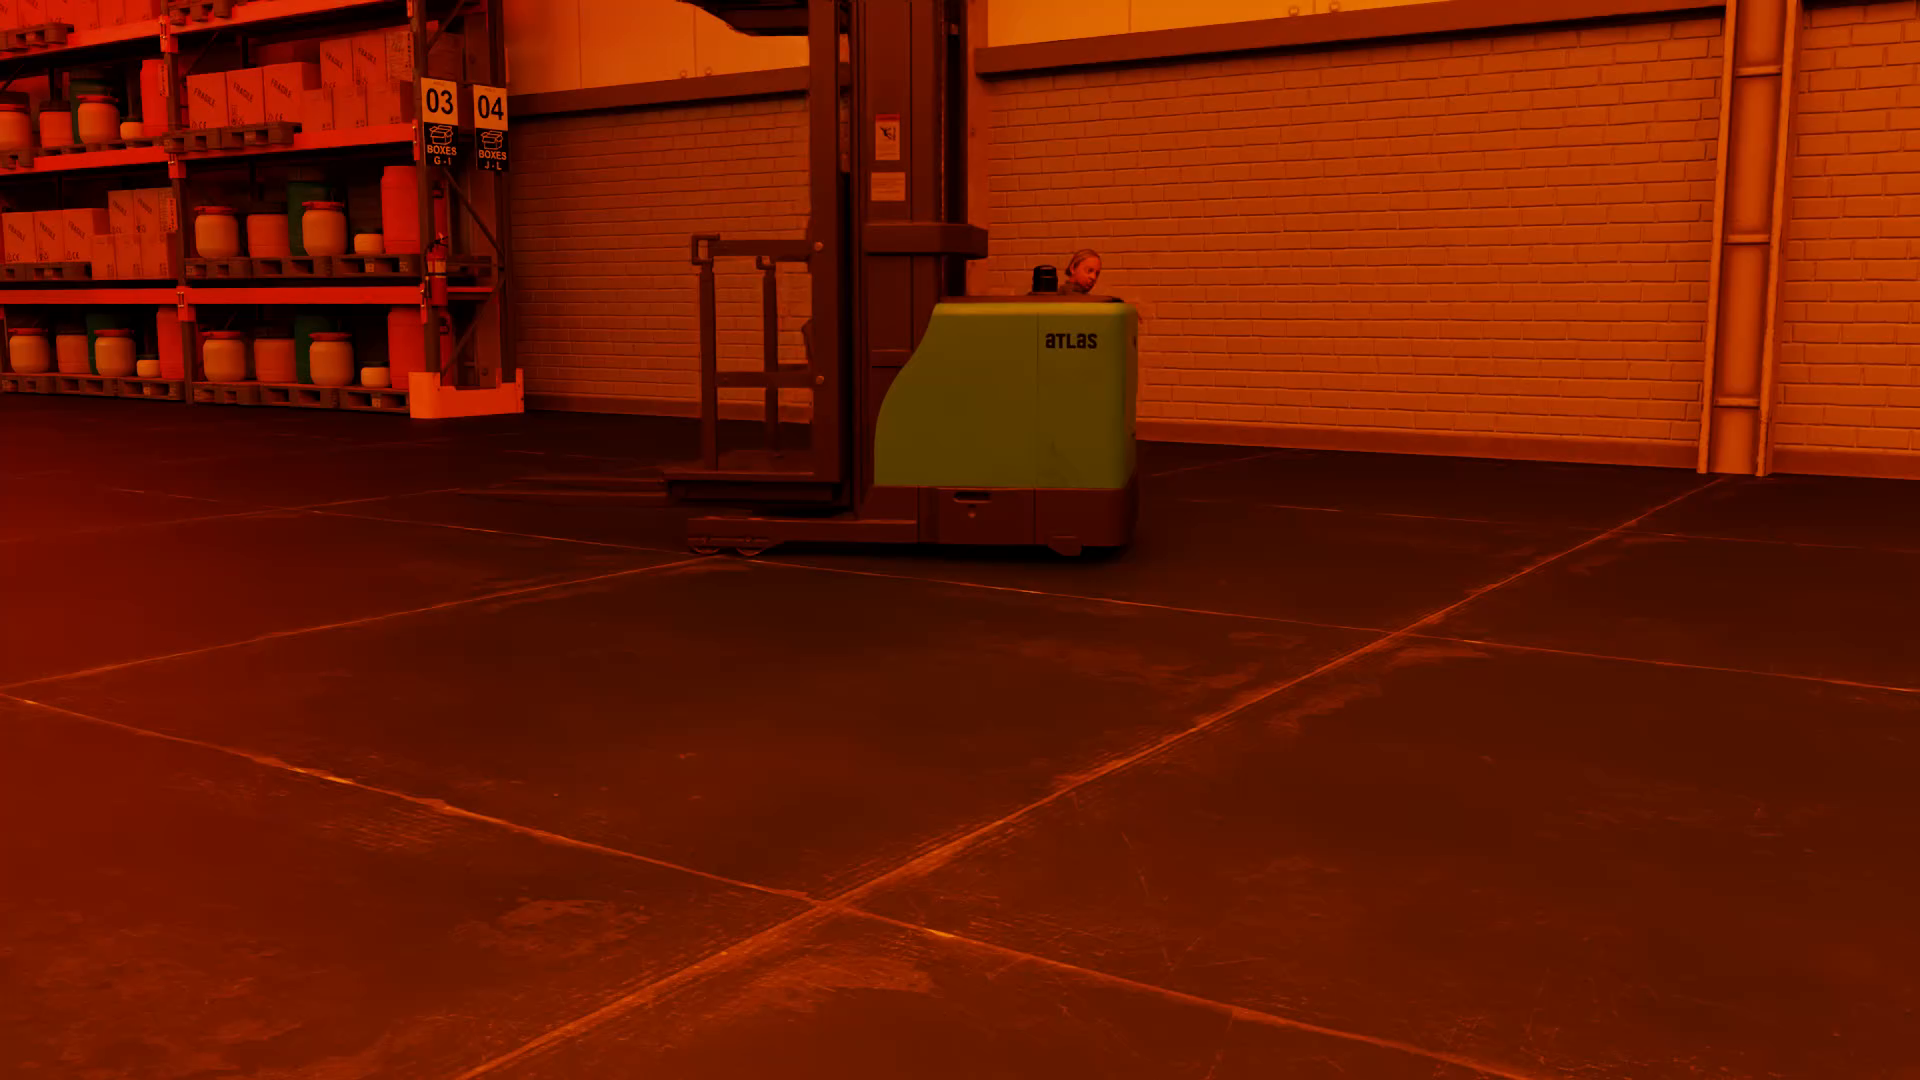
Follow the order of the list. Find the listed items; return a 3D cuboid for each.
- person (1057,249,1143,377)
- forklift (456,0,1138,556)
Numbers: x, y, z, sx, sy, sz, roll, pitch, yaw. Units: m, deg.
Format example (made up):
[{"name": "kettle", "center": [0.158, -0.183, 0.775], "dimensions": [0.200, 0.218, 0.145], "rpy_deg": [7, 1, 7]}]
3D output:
[{"name": "person", "center": [0.774, -0.956, 9.501], "dimensions": [0.870, 1.399, 0.716], "rpy_deg": [-3, 9, -22]}, {"name": "forklift", "center": [-0.730, -1.455, 7.424], "dimensions": [3.031, 2.935, 1.130], "rpy_deg": [1, 8, 9]}]
